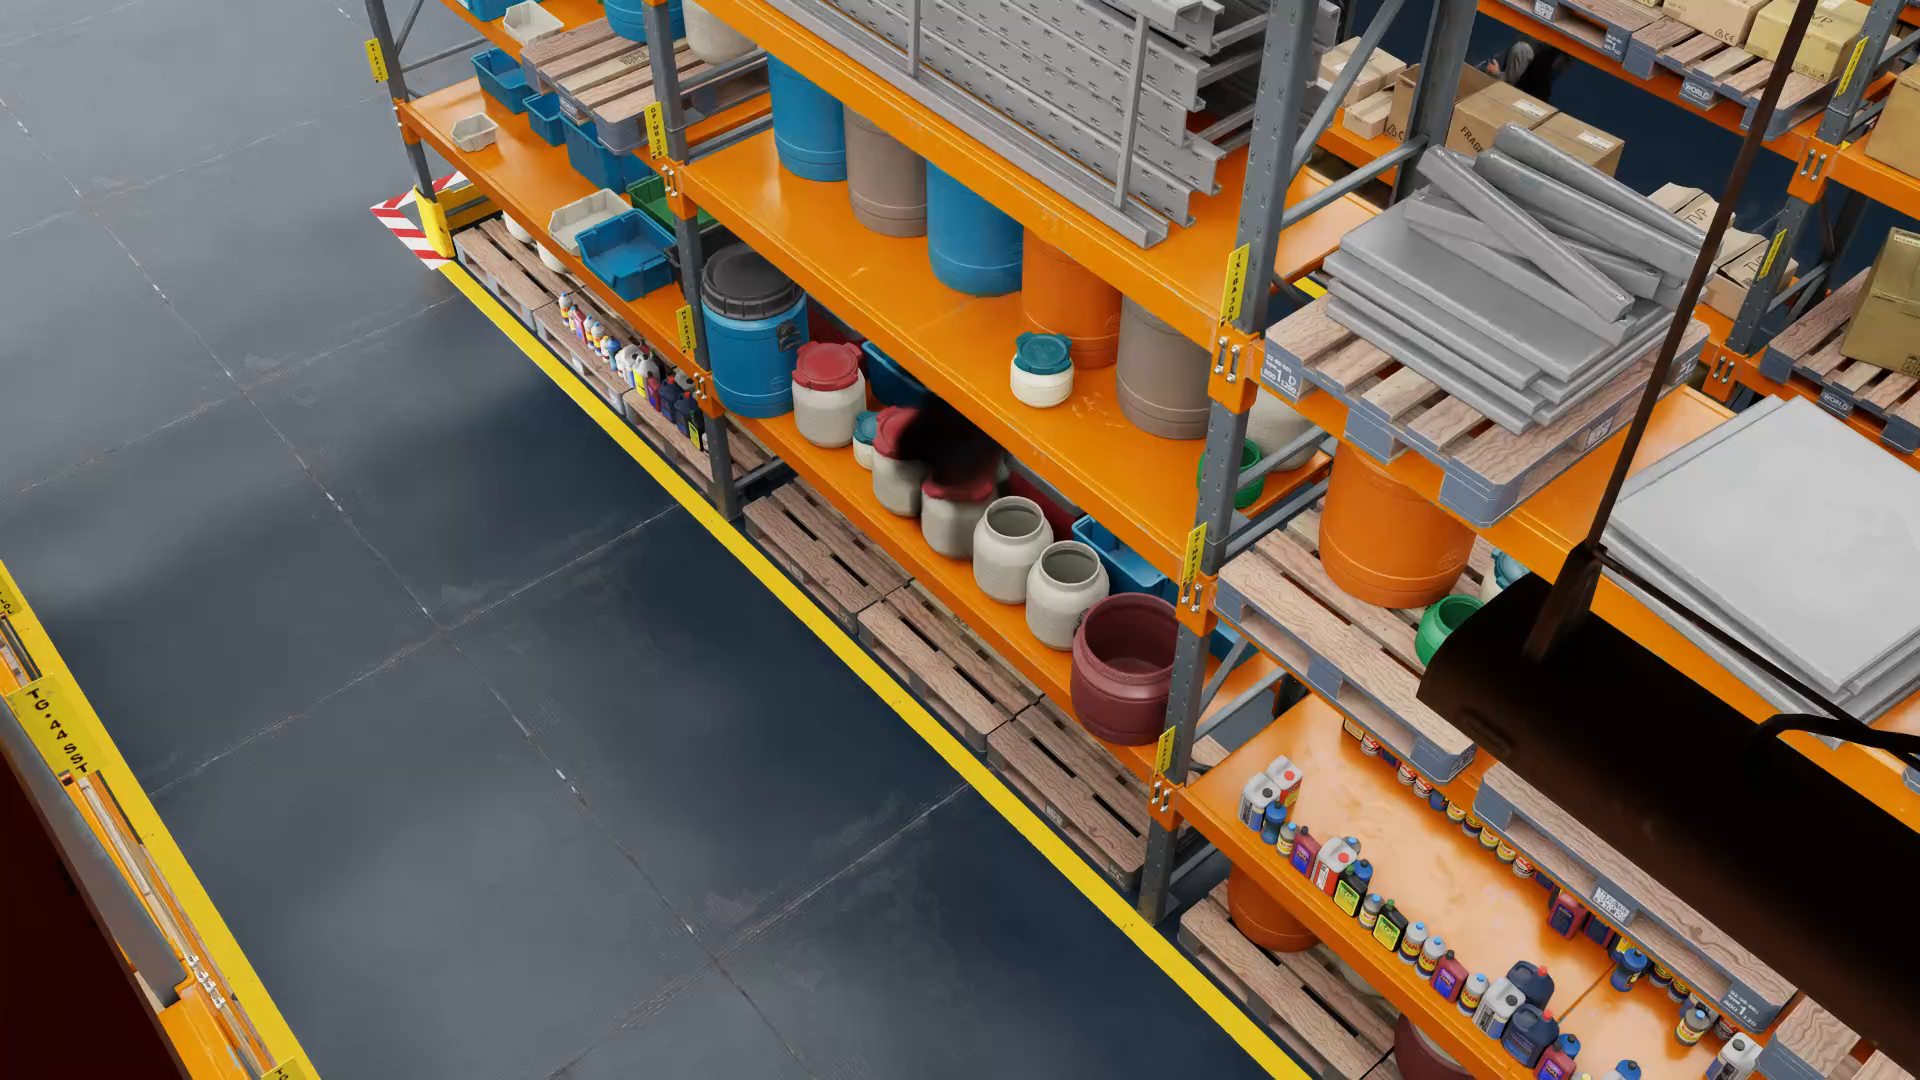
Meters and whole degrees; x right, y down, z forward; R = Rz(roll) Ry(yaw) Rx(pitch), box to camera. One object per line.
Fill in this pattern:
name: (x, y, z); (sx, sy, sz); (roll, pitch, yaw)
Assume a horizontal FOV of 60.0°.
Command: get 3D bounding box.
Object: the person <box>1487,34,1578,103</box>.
person: (4.395, -3.490, 13.127); (0.703, 1.694, 0.542); (-28, 53, -24)
